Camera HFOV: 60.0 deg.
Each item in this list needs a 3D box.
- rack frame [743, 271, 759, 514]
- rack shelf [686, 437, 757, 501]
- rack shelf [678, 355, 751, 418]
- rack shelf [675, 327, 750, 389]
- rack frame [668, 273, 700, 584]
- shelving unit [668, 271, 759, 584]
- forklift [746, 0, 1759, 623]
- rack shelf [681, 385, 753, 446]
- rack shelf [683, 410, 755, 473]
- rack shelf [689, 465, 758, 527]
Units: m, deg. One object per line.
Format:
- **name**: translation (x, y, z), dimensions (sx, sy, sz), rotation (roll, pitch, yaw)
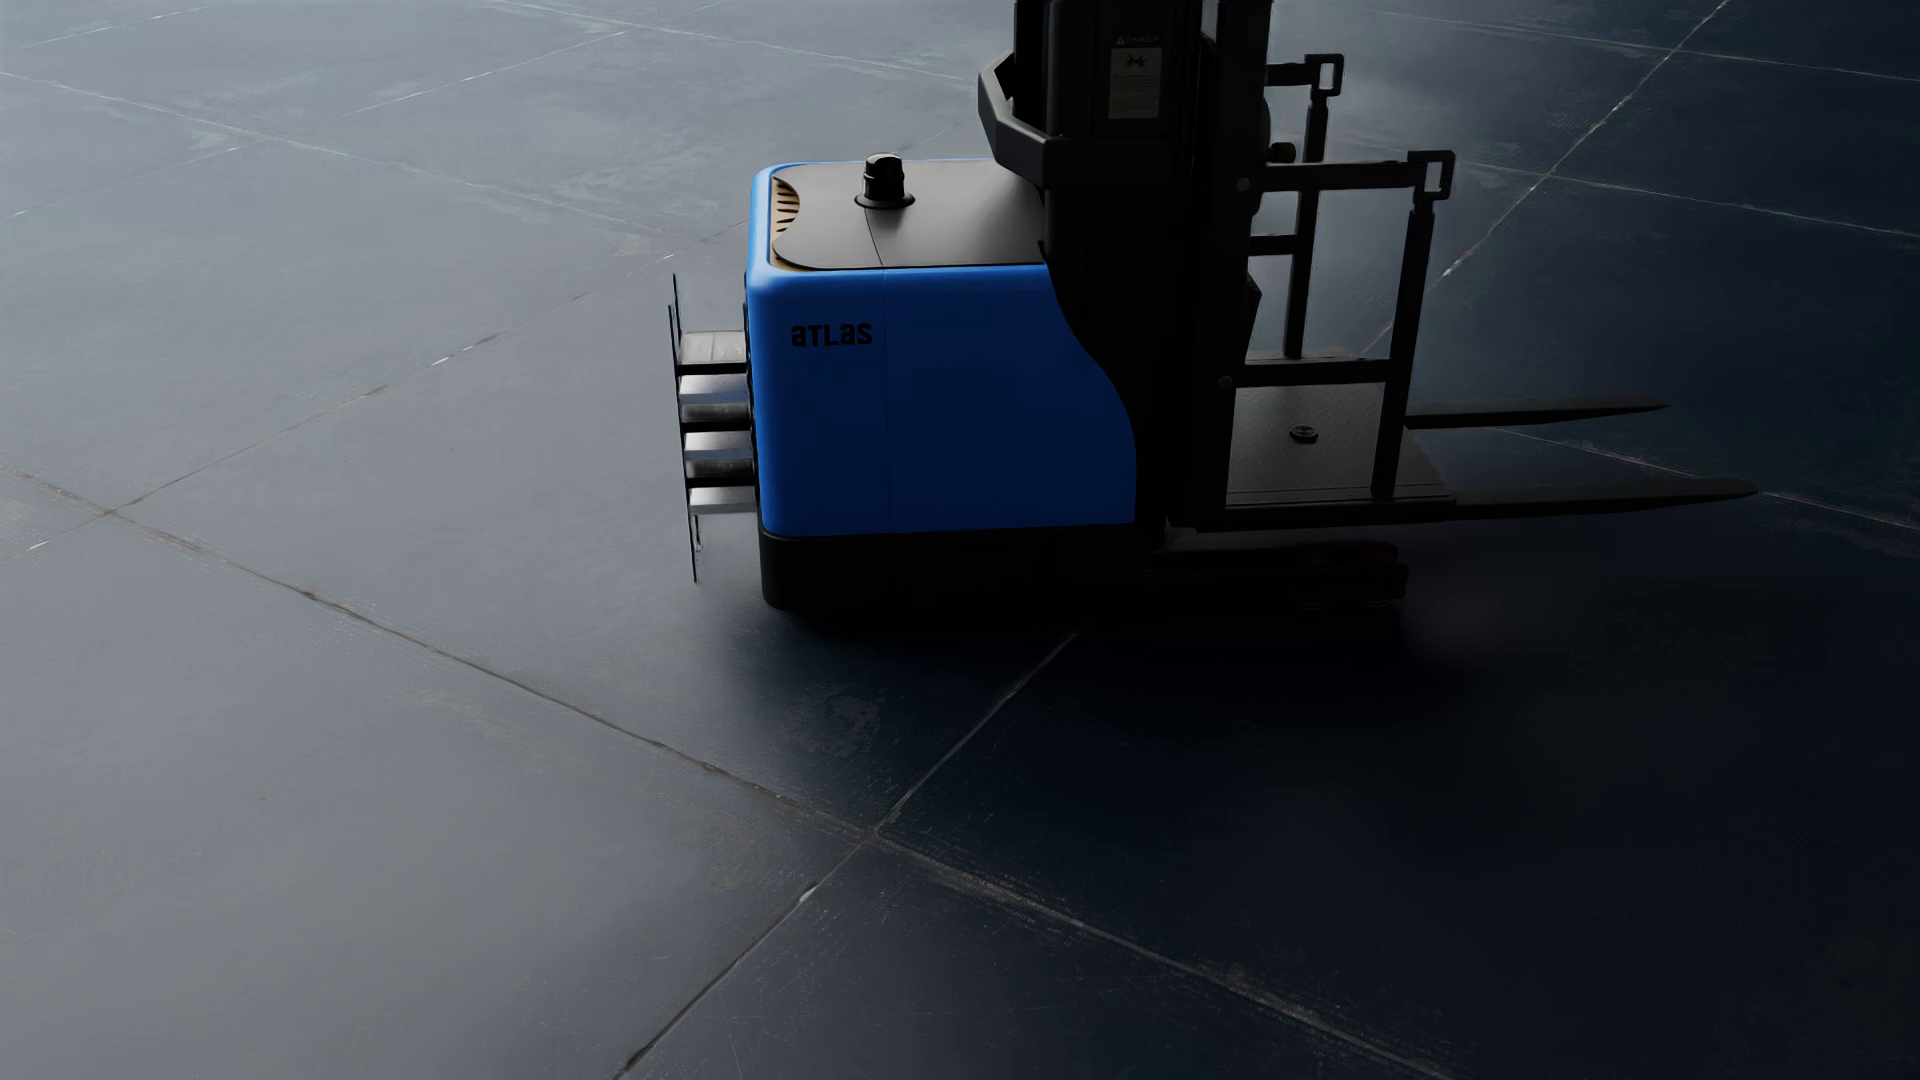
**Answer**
- **rack frame**: translation (-0.608, -0.326, 4.916), dimensions (0.006, 0.900, 0.240), rotation (-3, 30, -4)
- **rack shelf**: translation (-0.709, -0.215, 4.970), dimensions (0.200, 0.077, 0.258), rotation (-3, 30, -4)
- **rack shelf**: translation (-0.709, -0.448, 4.834), dimensions (0.200, 0.077, 0.258), rotation (-3, 30, -4)
- **rack shelf**: translation (-0.709, -0.526, 4.789), dimensions (0.200, 0.077, 0.258), rotation (-3, 30, -4)
- **rack frame**: translation (-0.810, -0.317, 4.900), dimensions (0.006, 0.900, 0.240), rotation (-3, 30, -4)
- **shelving unit**: translation (-0.709, -0.322, 4.908), dimensions (0.210, 0.900, 0.258), rotation (-3, 30, -4)
- **forklift**: translation (0.899, -1.322, 4.607), dimensions (3.031, 2.935, 1.130), rotation (-3, 30, -4)
- **rack shelf**: translation (-0.709, -0.371, 4.880), dimensions (0.200, 0.077, 0.258), rotation (-3, 30, -4)
- **rack shelf**: translation (-0.709, -0.293, 4.925), dimensions (0.200, 0.077, 0.258), rotation (-3, 30, -4)
- **rack shelf**: translation (-0.709, -0.137, 5.016), dimensions (0.200, 0.077, 0.258), rotation (-3, 30, -4)
